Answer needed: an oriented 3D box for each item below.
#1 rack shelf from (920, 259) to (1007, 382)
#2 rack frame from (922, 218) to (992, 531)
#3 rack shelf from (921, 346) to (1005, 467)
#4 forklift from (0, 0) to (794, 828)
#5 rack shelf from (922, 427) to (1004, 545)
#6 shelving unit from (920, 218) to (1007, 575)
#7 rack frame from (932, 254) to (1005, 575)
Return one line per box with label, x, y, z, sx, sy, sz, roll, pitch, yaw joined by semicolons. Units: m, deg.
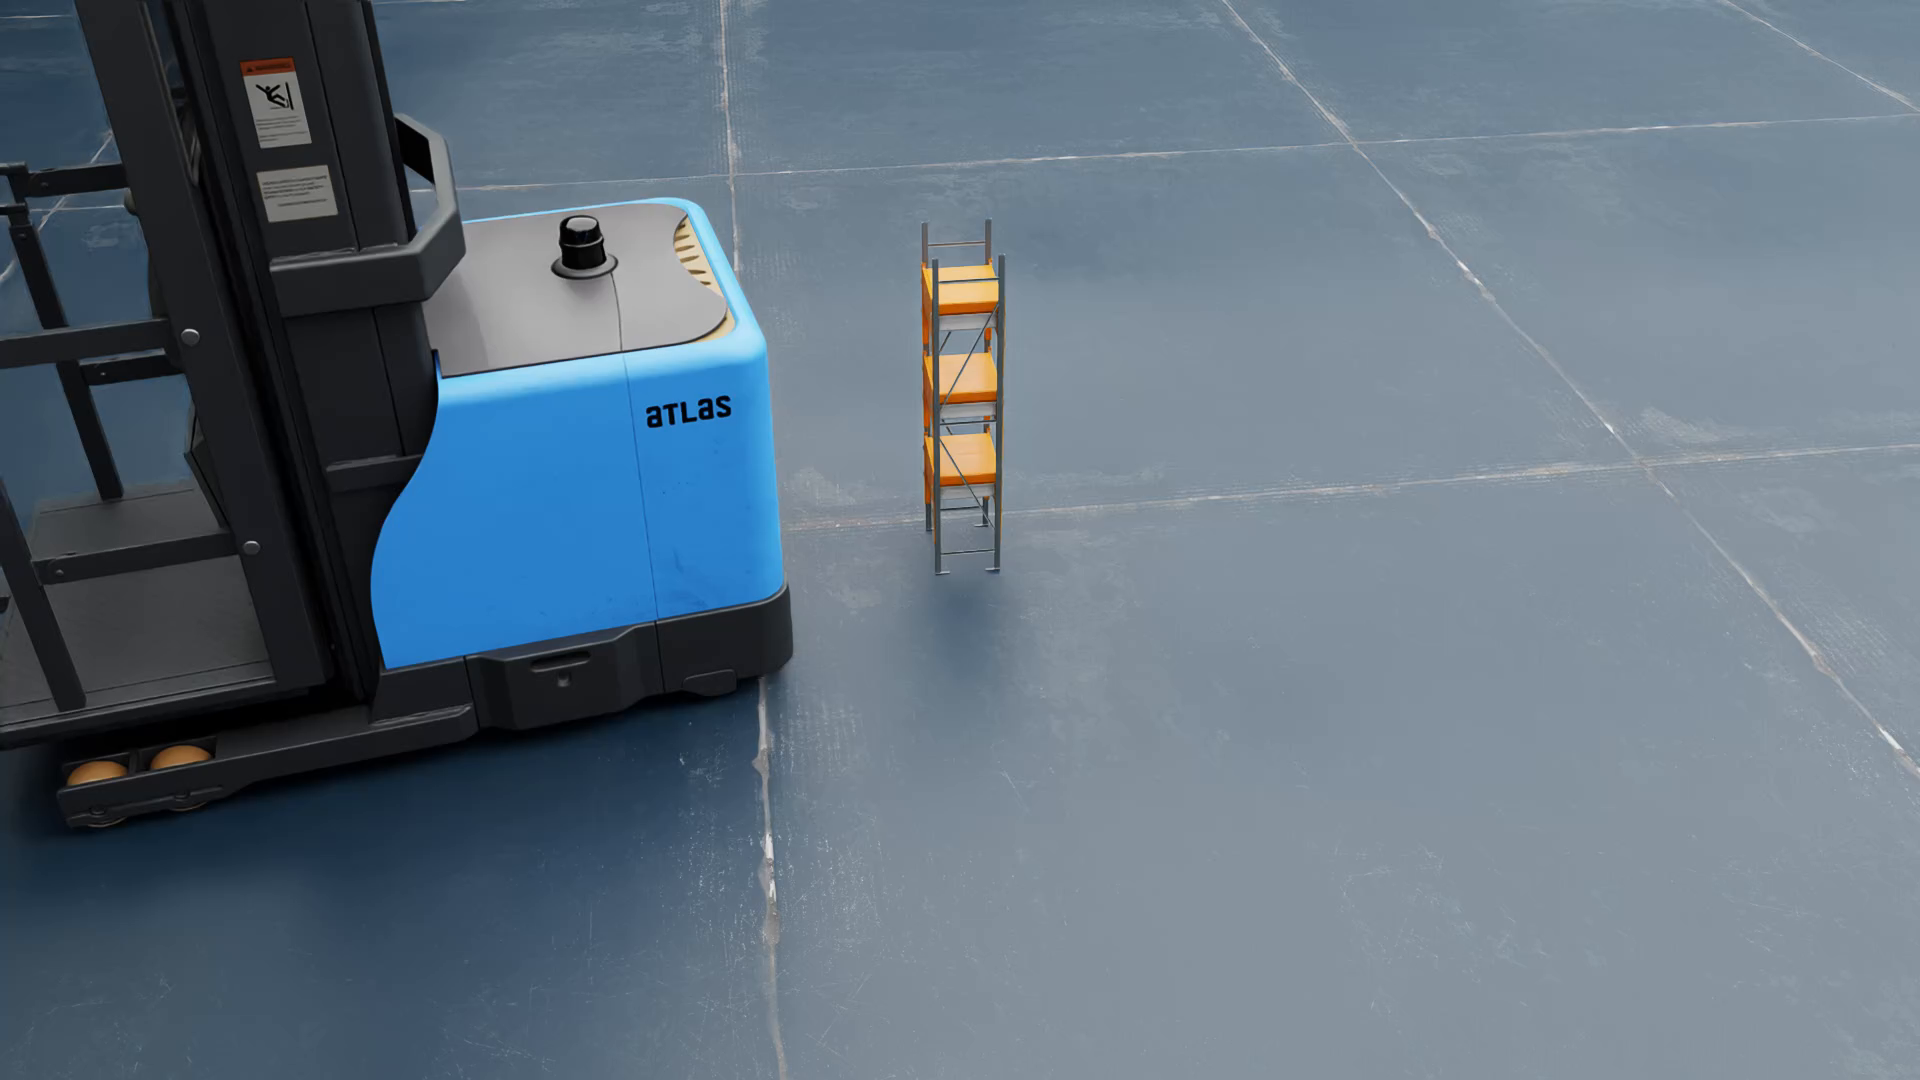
rack shelf;0.007;-0.630;4.757;0.215;0.259;0.240;-4;35;-6
rack frame;-0.009;-0.472;5.010;0.200;1.050;0.008;-4;35;-6
rack shelf;0.007;-0.395;4.916;0.215;0.259;0.240;-4;35;-6
forklift;-2.042;-0.822;3.854;3.031;2.935;1.130;-10;36;-15
rack shelf;0.007;-0.166;5.073;0.215;0.259;0.240;-4;35;-6
shelving unit;0.007;-0.404;4.911;0.215;1.050;0.252;-4;35;-6
rack frame;0.024;-0.336;4.811;0.200;1.050;0.008;-4;35;-6
